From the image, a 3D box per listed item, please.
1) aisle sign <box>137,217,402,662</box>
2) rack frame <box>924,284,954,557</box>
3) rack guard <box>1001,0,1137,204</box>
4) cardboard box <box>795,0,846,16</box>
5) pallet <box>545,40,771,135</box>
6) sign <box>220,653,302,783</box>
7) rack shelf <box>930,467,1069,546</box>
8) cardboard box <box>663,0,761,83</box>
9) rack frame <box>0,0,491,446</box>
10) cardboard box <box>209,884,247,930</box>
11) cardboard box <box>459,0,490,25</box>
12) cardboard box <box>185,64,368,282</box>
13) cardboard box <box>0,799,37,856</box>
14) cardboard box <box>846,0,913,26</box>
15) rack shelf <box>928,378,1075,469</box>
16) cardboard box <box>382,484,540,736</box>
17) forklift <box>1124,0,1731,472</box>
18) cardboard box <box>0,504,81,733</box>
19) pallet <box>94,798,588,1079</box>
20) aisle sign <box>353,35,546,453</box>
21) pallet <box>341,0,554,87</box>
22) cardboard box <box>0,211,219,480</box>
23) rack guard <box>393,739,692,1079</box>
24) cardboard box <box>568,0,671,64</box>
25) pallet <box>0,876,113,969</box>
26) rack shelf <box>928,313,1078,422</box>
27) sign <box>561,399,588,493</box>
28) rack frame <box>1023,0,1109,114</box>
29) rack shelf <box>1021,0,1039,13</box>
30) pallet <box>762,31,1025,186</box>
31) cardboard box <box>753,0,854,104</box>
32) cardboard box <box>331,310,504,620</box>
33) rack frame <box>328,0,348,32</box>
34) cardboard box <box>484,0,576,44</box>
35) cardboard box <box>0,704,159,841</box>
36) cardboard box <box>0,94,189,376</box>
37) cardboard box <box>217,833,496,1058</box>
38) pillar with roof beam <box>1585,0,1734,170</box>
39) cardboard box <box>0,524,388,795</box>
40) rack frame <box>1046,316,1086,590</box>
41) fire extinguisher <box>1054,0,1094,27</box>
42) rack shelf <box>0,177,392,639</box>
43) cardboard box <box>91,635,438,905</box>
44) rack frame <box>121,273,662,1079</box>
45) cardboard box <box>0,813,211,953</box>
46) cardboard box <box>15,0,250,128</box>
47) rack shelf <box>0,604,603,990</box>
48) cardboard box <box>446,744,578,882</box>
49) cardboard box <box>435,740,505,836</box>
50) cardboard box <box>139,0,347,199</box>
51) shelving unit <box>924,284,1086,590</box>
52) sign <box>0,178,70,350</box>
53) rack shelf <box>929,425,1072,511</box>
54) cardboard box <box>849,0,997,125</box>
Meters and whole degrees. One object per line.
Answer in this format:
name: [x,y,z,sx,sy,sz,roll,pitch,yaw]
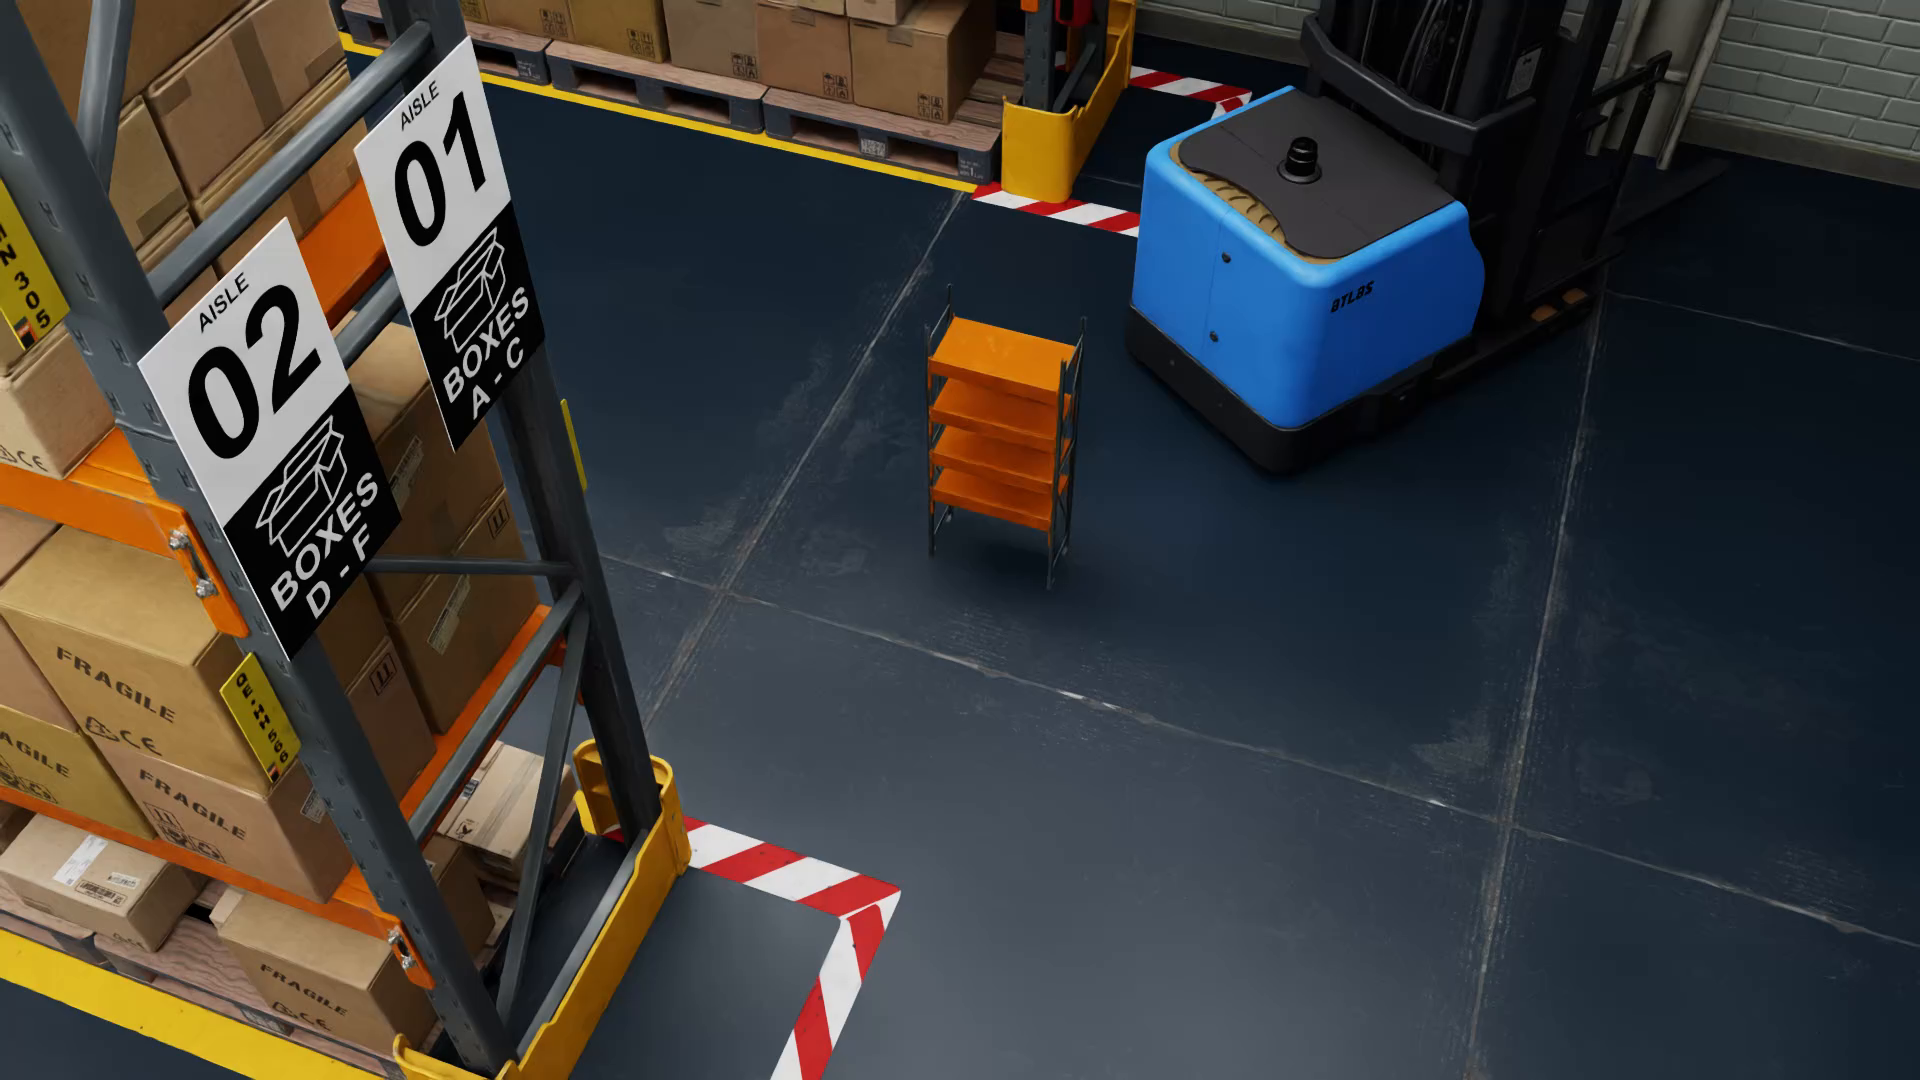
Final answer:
aisle sign: [-1.233,-0.161,3.051,0.004,0.787,0.394,16,51,13]
rack frame: [-0.074,-0.414,6.181,0.015,1.200,0.240,16,51,13]
rack guard: [0.545,-2.232,8.220,0.348,0.500,1.175,16,51,13]
cardboard box: [-0.593,-2.672,7.894,0.250,0.149,0.380,17,51,14]
pallet: [-1.396,-2.618,8.746,1.213,0.211,1.003,16,51,13]
sign: [-1.402,0.361,3.344,0.005,0.325,0.100,16,51,13]
rack shelf: [0.155,-0.176,6.326,0.480,0.148,0.258,16,51,13]
cardboard box: [-1.111,-2.751,8.392,0.500,0.500,0.700,14,51,12]
rack frame: [-1.191,-1.509,1.970,0.127,3.000,1.000,16,51,13]
cardboard box: [-2.135,1.102,5.261,0.250,0.166,0.380,16,51,13]
cardboard box: [-2.564,-3.155,8.742,0.500,0.500,0.700,16,51,14]
cardboard box: [-1.585,-0.793,3.433,0.500,0.250,0.500,16,51,13]
cardboard box: [-3.179,0.570,5.499,0.637,0.503,0.797,16,51,13]
cardboard box: [-0.353,-2.605,7.837,0.250,0.149,0.380,15,51,13]
rack shelf: [0.155,-0.452,6.007,0.480,0.148,0.258,16,51,13]
cardboard box: [-1.516,0.120,4.462,0.500,0.500,0.500,17,51,14]
forklift: [2.217,-2.138,6.530,3.031,2.935,1.130,-28,55,-22]
cardboard box: [-2.178,0.042,3.868,0.500,0.500,0.500,17,51,14]
pallet: [-2.011,1.141,5.488,1.213,0.211,1.003,16,51,13]
aisle sign: [-1.025,-0.586,3.419,0.004,0.787,0.394,16,51,13]
pallet: [-2.544,-2.937,9.022,1.213,0.211,1.003,16,51,13]
cardboard box: [-1.764,-0.426,3.115,0.500,0.250,0.500,16,51,13]
rack guard: [-1.262,1.254,5.199,0.348,0.500,1.175,16,51,13]
cardboard box: [-1.613,-2.885,8.508,0.500,0.500,0.700,17,51,14]
pallet: [-3.151,0.820,5.766,1.213,0.211,1.003,16,51,13]
rack shelf: [0.155,-0.607,5.829,0.480,0.148,0.258,16,51,13]
sign: [-1.003,-0.213,4.243,0.005,0.325,0.100,16,51,13]
rack frame: [0.522,-3.057,7.281,0.127,3.000,1.000,16,51,13]
rack shelf: [-1.354,-3.345,8.007,4.000,0.370,1.077,16,51,13]
pallet: [-0.255,-2.298,8.468,1.213,0.211,1.003,16,51,13]
cardboard box: [-0.639,-2.619,8.278,0.500,0.500,0.700,15,51,13]
cardboard box: [-1.516,-0.208,4.084,0.500,0.500,0.500,17,51,14]
rack frame: [-3.230,-4.104,8.189,0.127,3.000,1.000,16,51,13]
cardboard box: [-2.094,-3.021,8.626,0.500,0.500,0.700,15,51,13]
cardboard box: [-2.193,0.365,4.249,0.500,0.500,0.500,16,51,13]
cardboard box: [-1.761,-0.595,2.931,0.500,0.250,0.500,16,51,13]
cardboard box: [-1.786,1.162,4.987,0.500,0.500,0.500,16,51,13]
pillar with roof beam: [1.863,-1.876,2.288,0.400,9.000,9.100,16,51,13]
cardboard box: [-1.704,0.174,3.753,0.500,0.500,0.500,15,51,13]
rack frame: [0.384,-0.286,6.070,0.015,1.200,0.240,16,51,13]
fire extinguisher: [0.504,-2.543,7.134,0.183,0.674,0.296,16,51,13]
rack shelf: [-3.067,-0.815,3.829,4.000,0.370,1.077,16,51,13]
cardboard box: [-1.706,0.498,4.134,0.500,0.500,0.500,17,51,14]
rack frame: [-1.191,0.455,4.237,0.127,3.000,1.000,16,51,13]
cardboard box: [-2.667,0.974,5.316,0.500,0.250,0.500,16,51,13]
cardboard box: [-1.679,-1.010,2.794,0.500,0.500,0.700,16,51,13]
rack shelf: [-3.067,0.167,4.963,4.000,0.370,1.077,16,51,13]
cardboard box: [-1.465,0.892,5.454,0.250,0.149,0.380,16,51,13]
cardboard box: [-1.699,0.821,5.504,0.250,0.166,0.380,16,51,13]
cardboard box: [-1.583,-0.961,3.248,0.500,0.250,0.500,16,51,13]
shelving unit: [0.155,-0.350,6.126,0.503,1.200,0.258,16,51,13]
sign: [-1.402,-0.429,2.432,0.005,0.325,0.100,16,51,13]
rack shelf: [0.155,-0.306,6.176,0.480,0.148,0.258,16,51,13]
cardboard box: [-0.169,-2.488,8.164,0.500,0.500,0.700,16,51,13]
